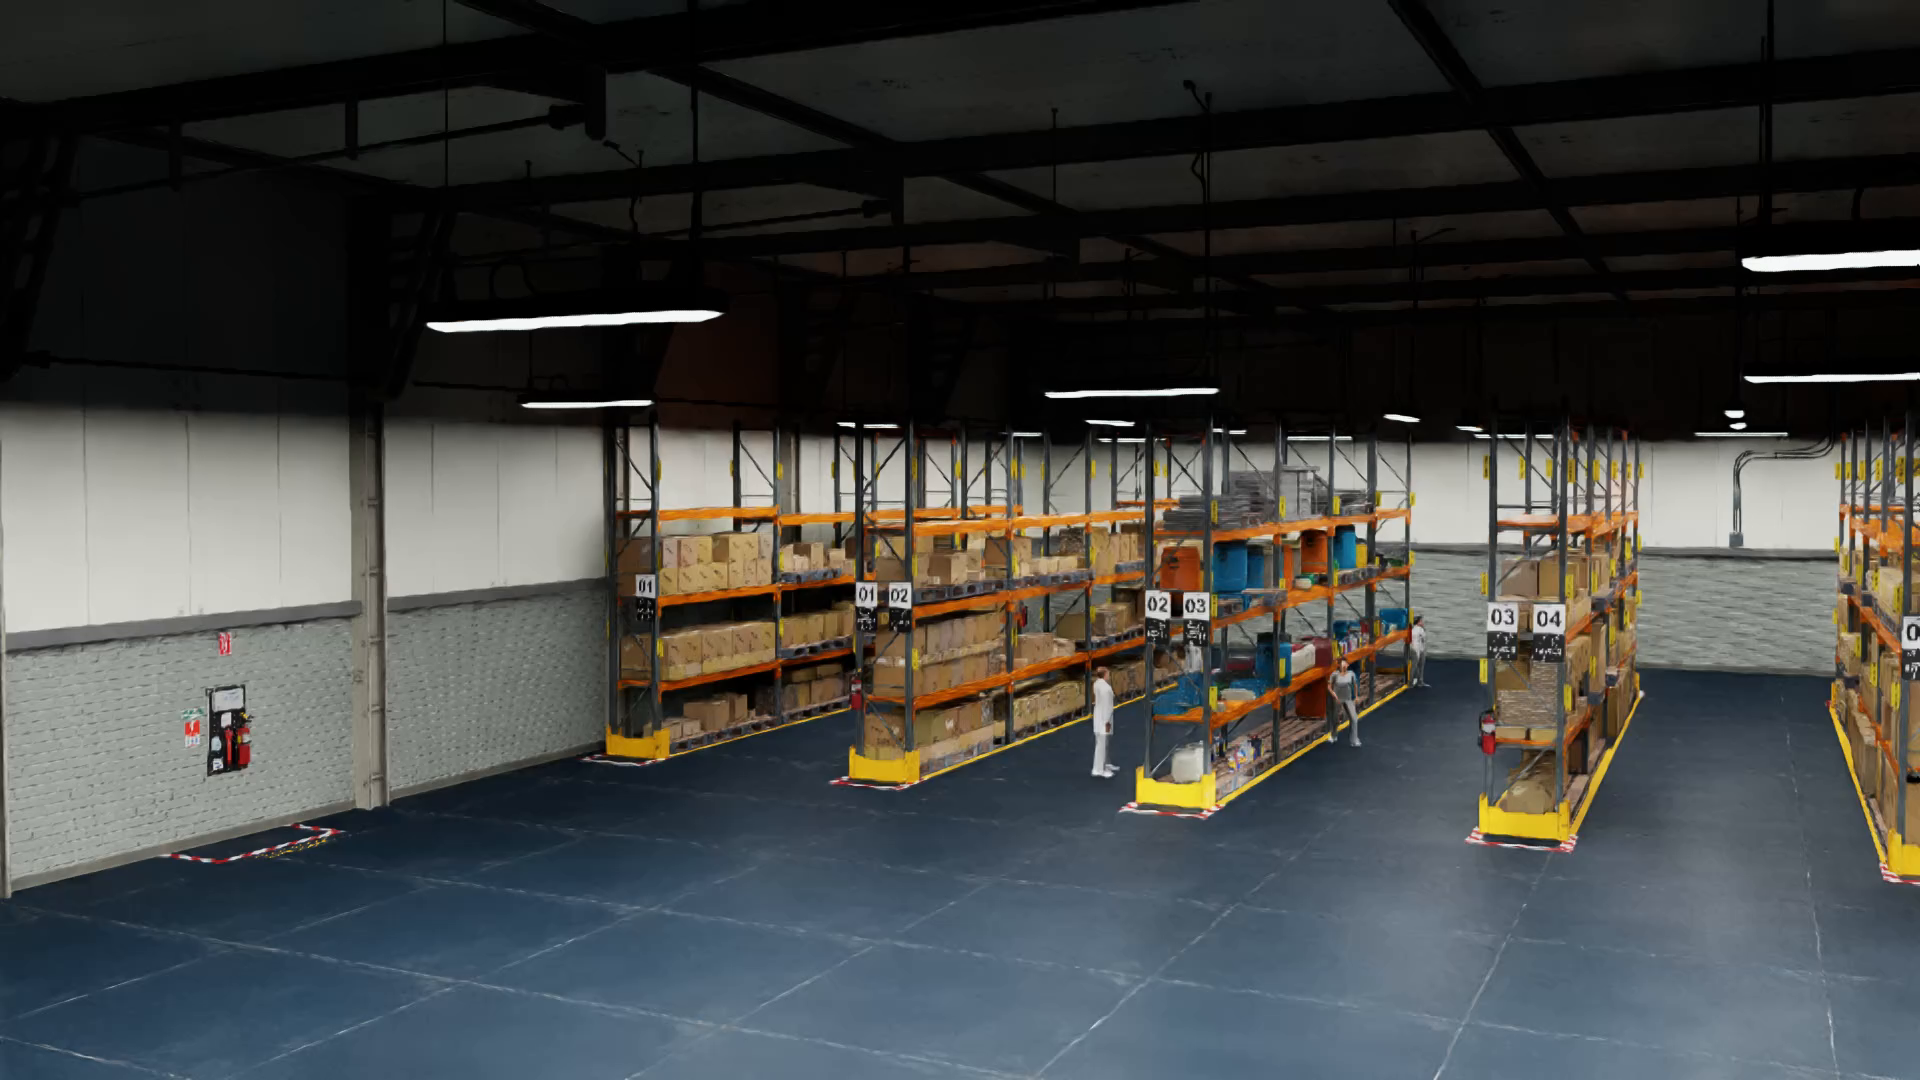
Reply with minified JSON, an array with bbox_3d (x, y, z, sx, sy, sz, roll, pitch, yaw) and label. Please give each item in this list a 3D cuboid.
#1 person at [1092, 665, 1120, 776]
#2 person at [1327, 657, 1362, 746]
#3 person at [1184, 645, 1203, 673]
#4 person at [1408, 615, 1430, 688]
[{"bbox_3d":[2.395,2.945,27.287,0.506,1.783,0.632,0,2,-5],"label":"person"},{"bbox_3d":[6.997,2.924,30.304,0.609,1.585,0.814,0,2,9],"label":"person"},{"bbox_3d":[4.744,2.688,33.939,0.446,1.770,0.569,0,2,-1],"label":"person"},{"bbox_3d":[10.499,2.547,38.112,0.367,1.680,0.627,2,3,41],"label":"person"}]
